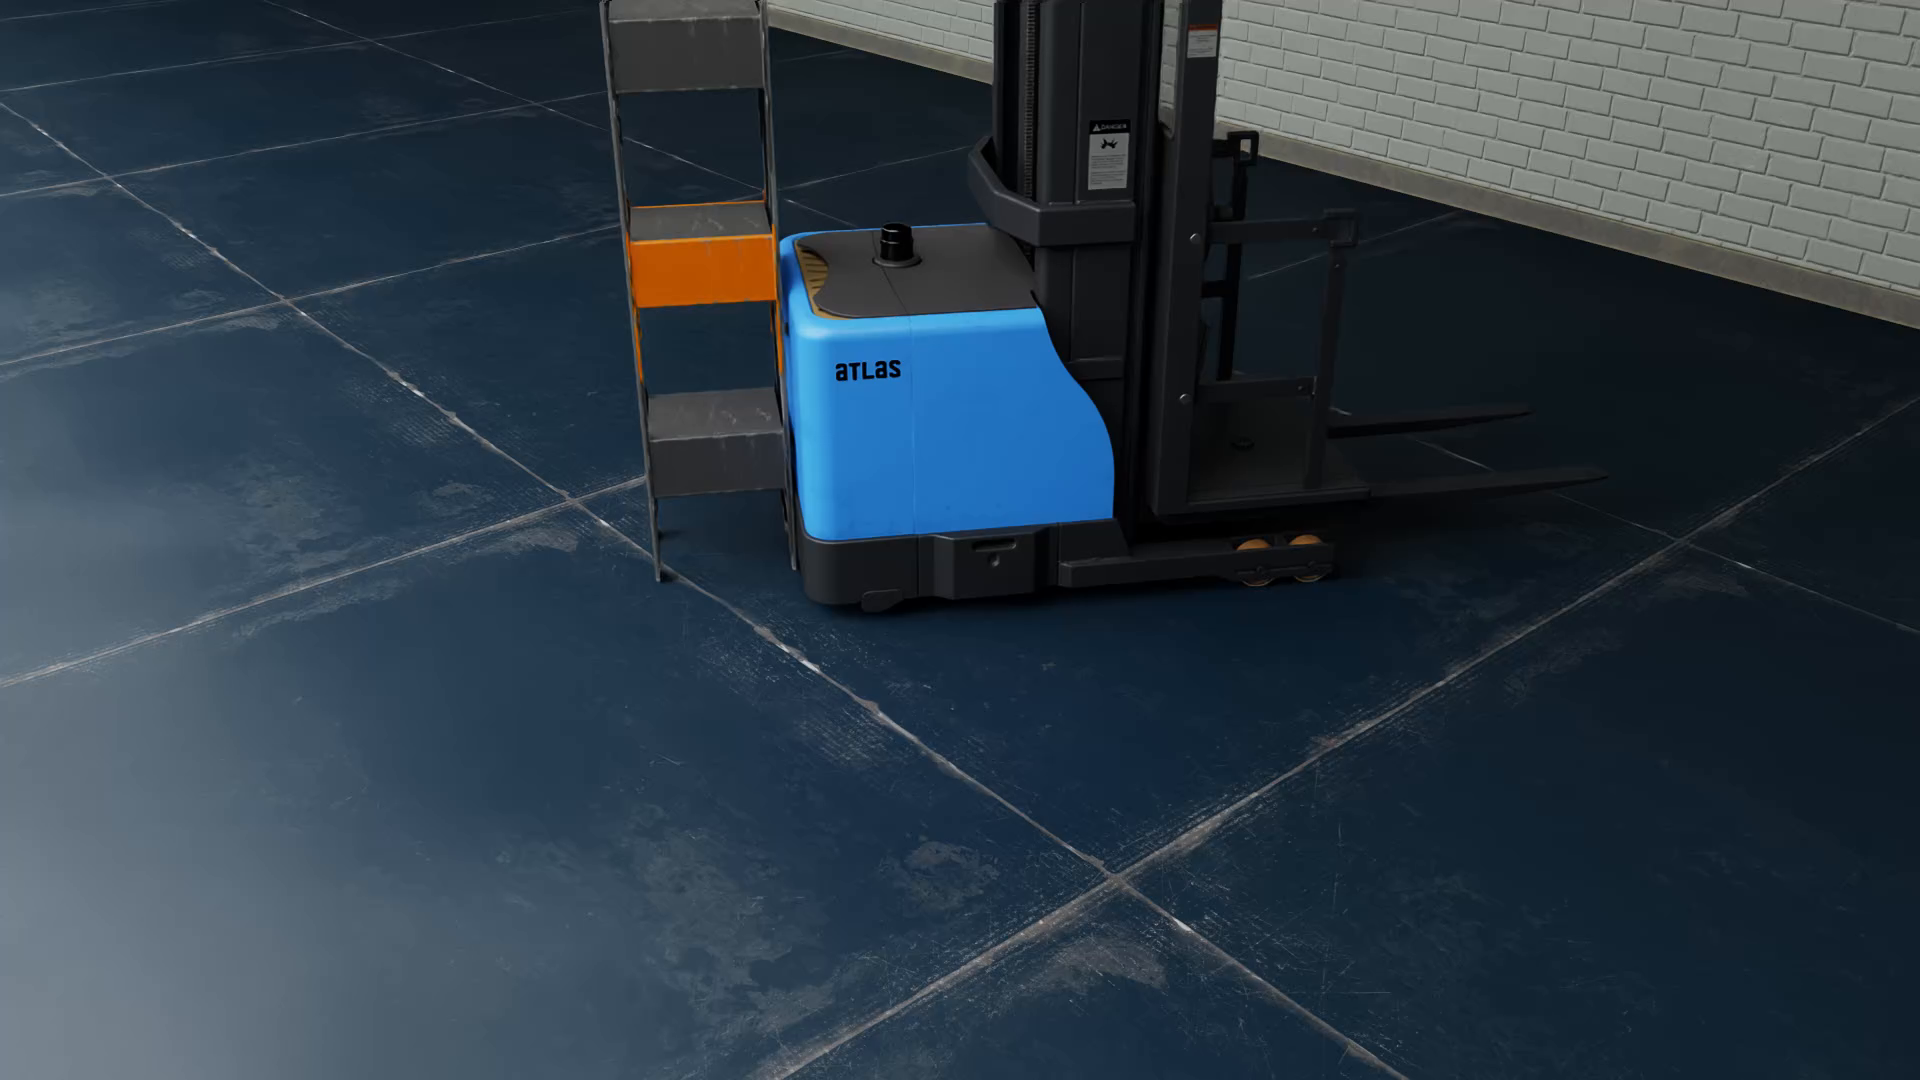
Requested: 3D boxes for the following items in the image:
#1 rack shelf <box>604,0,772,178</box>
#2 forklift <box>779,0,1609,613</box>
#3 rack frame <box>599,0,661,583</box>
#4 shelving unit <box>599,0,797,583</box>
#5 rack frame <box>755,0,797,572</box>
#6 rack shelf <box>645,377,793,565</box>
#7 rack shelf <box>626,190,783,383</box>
[{"bbox_3d":[-0.875,-1.490,5.354,0.480,0.518,0.431,-5,28,-9],"label":"rack shelf"},{"bbox_3d":[0.883,-1.366,5.697,3.031,2.935,1.130,-5,28,-9],"label":"forklift"},{"bbox_3d":[-1.115,-0.865,5.640,0.015,2.100,0.400,-5,28,-9],"label":"rack frame"},{"bbox_3d":[-0.875,-0.885,5.678,0.503,2.100,0.431,-5,28,-9],"label":"shelving unit"},{"bbox_3d":[-0.635,-0.905,5.715,0.015,2.100,0.400,-5,28,-9],"label":"rack frame"},{"bbox_3d":[-0.875,-0.255,6.014,0.480,0.518,0.431,-5,28,-9],"label":"rack shelf"},{"bbox_3d":[-0.875,-0.873,5.684,0.480,0.518,0.431,-5,28,-9],"label":"rack shelf"}]
